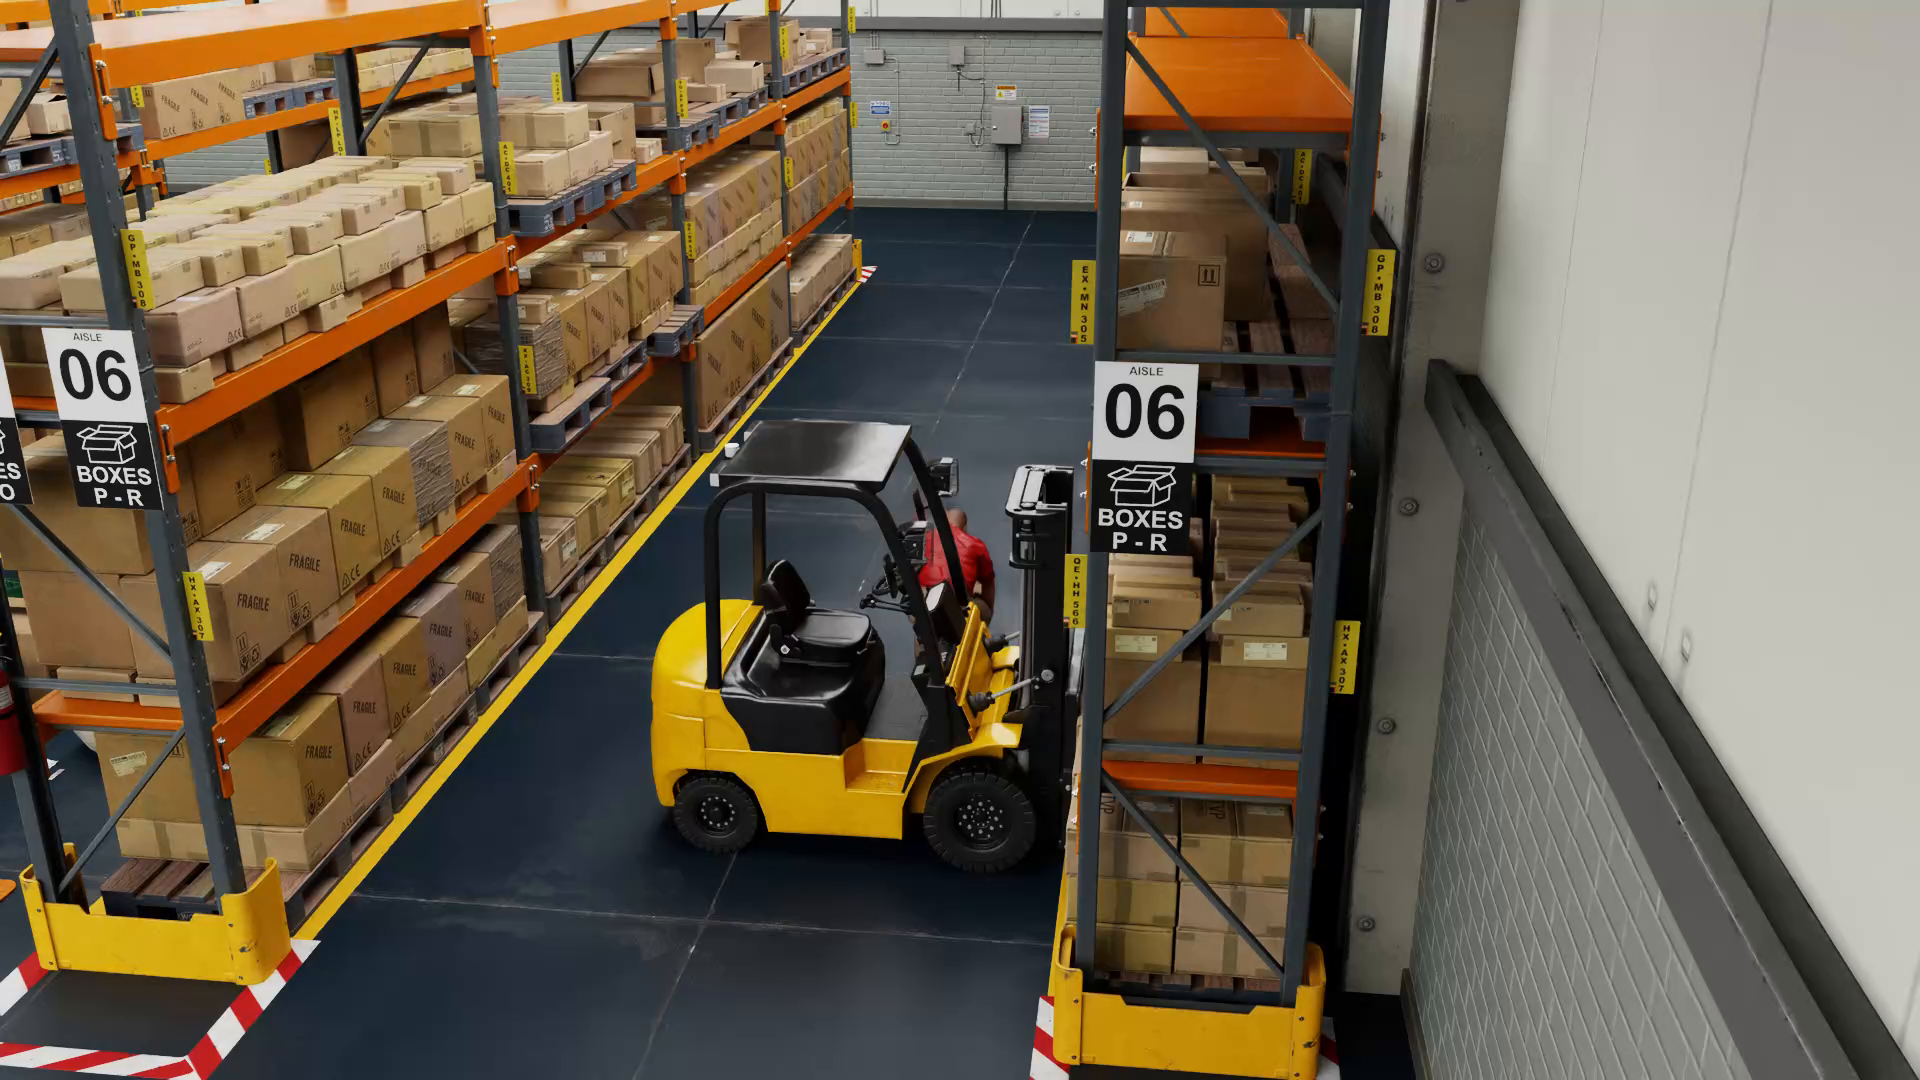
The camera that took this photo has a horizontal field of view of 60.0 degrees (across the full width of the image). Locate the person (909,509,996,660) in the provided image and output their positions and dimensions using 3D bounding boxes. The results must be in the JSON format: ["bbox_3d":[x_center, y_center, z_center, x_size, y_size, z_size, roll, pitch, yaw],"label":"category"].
[{"bbox_3d":[-0.080,0.382,11.111,0.570,1.016,0.877,6,22,16],"label":"person"}]
